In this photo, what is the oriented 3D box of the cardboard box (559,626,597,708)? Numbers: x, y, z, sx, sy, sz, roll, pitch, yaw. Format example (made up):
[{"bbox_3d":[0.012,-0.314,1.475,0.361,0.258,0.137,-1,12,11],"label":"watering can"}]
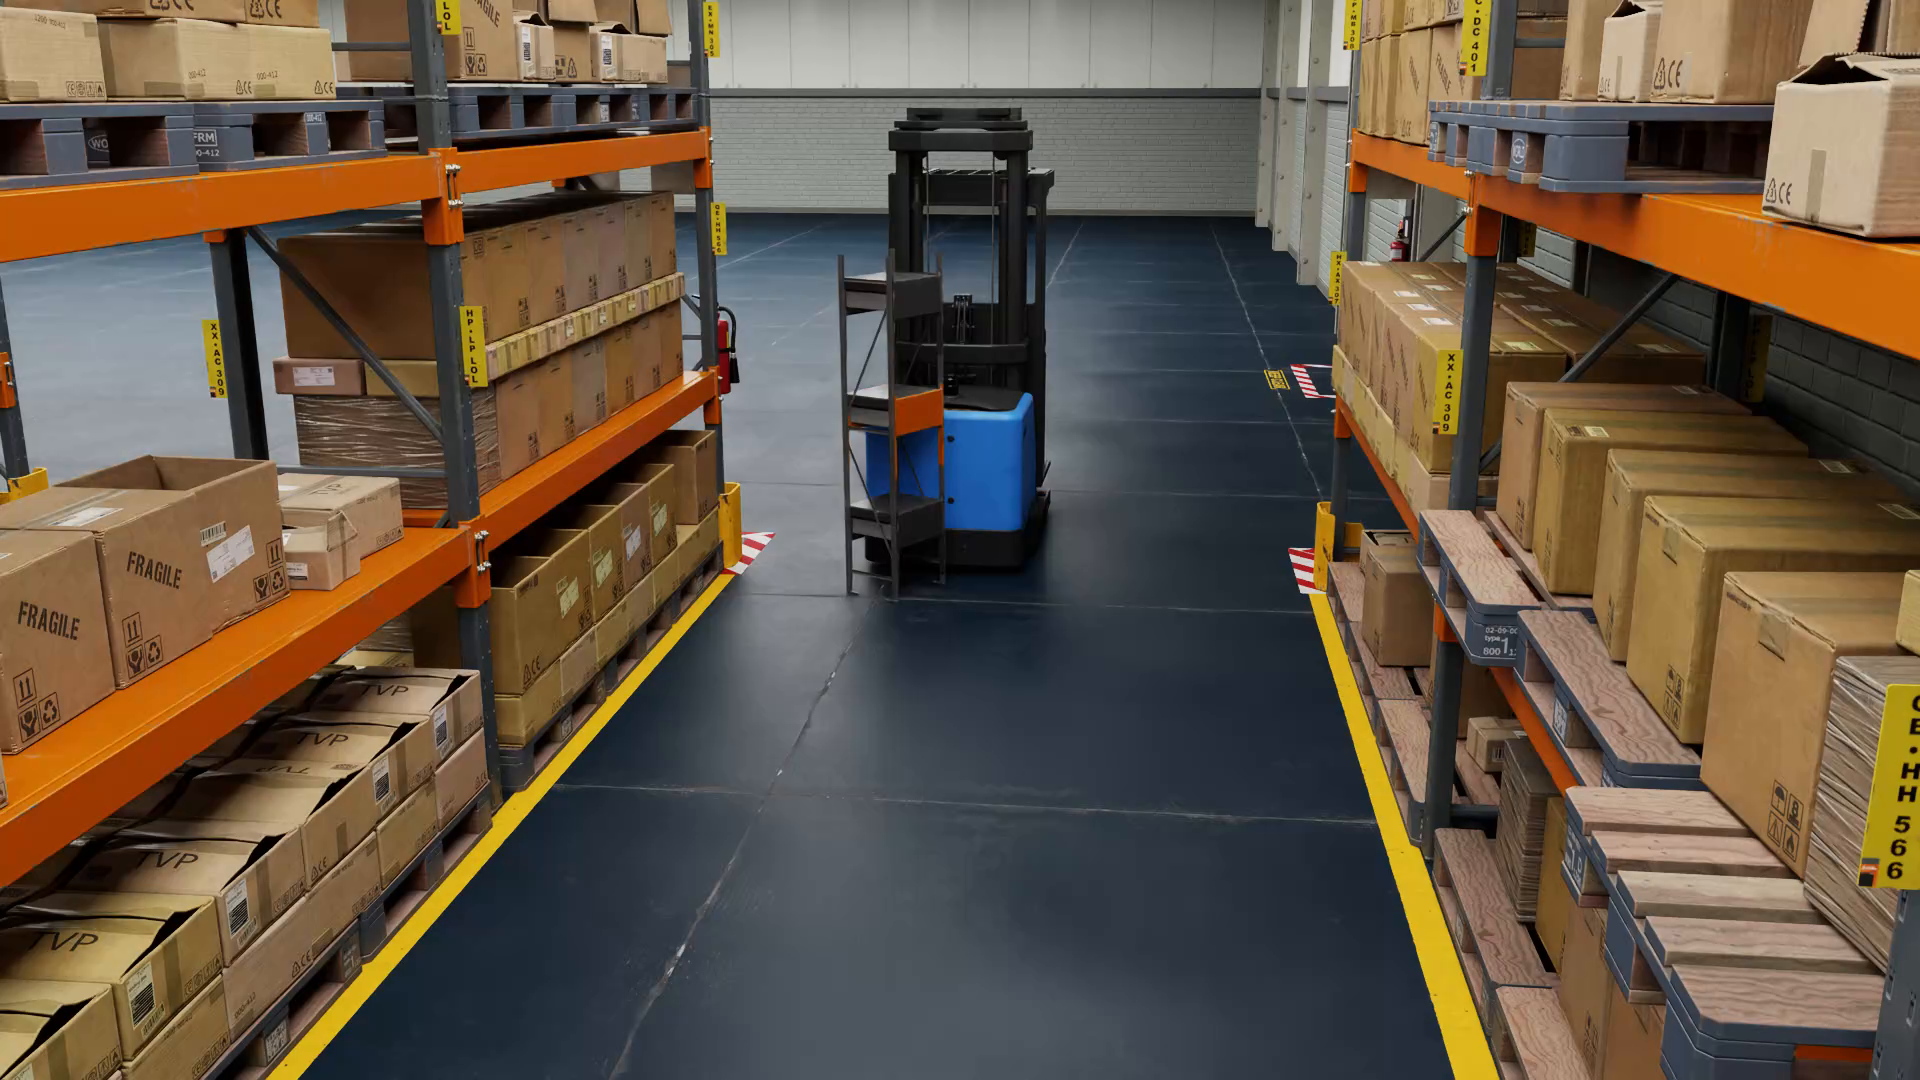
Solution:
[{"bbox_3d":[-2.103,0.606,8.137,0.500,0.250,0.500,2,15,6],"label":"cardboard box"}]

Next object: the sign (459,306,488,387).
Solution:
[{"bbox_3d":[-1.978,-0.785,6.752,0.100,0.325,0.005,2,15,6],"label":"sign"}]

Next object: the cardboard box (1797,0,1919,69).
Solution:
[{"bbox_3d":[2.191,-0.936,3.395,0.797,0.503,0.637,4,16,14],"label":"cardboard box"}]

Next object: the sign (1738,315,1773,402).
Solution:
[{"bbox_3d":[2.956,-0.676,6.198,0.100,0.325,0.005,2,15,6],"label":"sign"}]

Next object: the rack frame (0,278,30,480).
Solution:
[{"bbox_3d":[-6.988,-1.462,11.322,1.000,3.000,0.127,2,15,6],"label":"rack frame"}]

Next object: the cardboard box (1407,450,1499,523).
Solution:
[{"bbox_3d":[2.157,-0.202,6.910,0.500,0.250,0.500,2,15,6],"label":"cardboard box"}]

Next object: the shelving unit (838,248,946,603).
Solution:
[{"bbox_3d":[-0.409,-0.708,10.248,0.431,2.100,0.503,10,18,35],"label":"shelving unit"}]

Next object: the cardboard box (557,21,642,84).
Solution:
[{"bbox_3d":[-1.997,-2.540,8.659,0.500,0.311,0.500,4,16,13],"label":"cardboard box"}]

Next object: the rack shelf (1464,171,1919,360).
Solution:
[{"bbox_3d":[2.179,-0.715,4.190,1.077,0.370,4.000,2,15,6],"label":"rack shelf"}]

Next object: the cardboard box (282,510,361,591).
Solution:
[{"bbox_3d":[-2.435,0.021,6.096,0.396,0.266,0.258,1,15,5],"label":"cardboard box"}]

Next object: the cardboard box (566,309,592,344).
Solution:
[{"bbox_3d":[-2.124,-1.105,8.567,0.380,0.149,0.250,2,15,6],"label":"cardboard box"}]

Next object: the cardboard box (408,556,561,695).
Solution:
[{"bbox_3d":[-2.155,0.374,7.559,0.500,0.500,0.500,2,15,6],"label":"cardboard box"}]

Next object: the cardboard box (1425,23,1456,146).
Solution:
[{"bbox_3d":[2.286,-1.908,6.994,0.500,0.500,0.500,0,15,2],"label":"cardboard box"}]

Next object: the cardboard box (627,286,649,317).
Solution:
[{"bbox_3d":[-2.008,-1.372,9.556,0.380,0.149,0.250,2,15,7],"label":"cardboard box"}]

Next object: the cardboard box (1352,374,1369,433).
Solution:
[{"bbox_3d":[2.377,-0.723,8.839,0.500,0.250,0.500,1,15,5],"label":"cardboard box"}]

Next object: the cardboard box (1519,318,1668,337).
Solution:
[{"bbox_3d":[2.727,-0.682,7.249,0.500,0.500,0.500,2,15,6],"label":"cardboard box"}]

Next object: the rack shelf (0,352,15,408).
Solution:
[{"bbox_3d":[-7.214,-0.596,9.498,1.077,0.370,4.000,2,15,6],"label":"rack shelf"}]

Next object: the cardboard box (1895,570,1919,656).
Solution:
[{"bbox_3d":[1.984,0.157,3.059,0.380,0.149,0.250,-1,15,-3],"label":"cardboard box"}]

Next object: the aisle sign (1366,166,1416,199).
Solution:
[{"bbox_3d":[2.566,-2.453,10.005,0.394,0.787,0.004,2,15,6],"label":"aisle sign"}]

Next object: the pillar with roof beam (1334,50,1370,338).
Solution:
[{"bbox_3d":[0.713,-7.098,20.673,9.100,9.000,0.400,2,15,6],"label":"pillar with roof beam"}]

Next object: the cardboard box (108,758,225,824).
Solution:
[{"bbox_3d":[-2.931,0.940,5.828,0.500,0.311,0.500,1,15,4],"label":"cardboard box"}]

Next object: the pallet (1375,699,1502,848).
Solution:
[{"bbox_3d":[2.445,1.038,7.418,1.003,0.211,1.213,2,15,6],"label":"pallet"}]

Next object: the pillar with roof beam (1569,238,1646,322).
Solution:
[{"bbox_3d":[-0.641,-3.986,9.163,9.100,9.000,0.400,2,15,6],"label":"pillar with roof beam"}]

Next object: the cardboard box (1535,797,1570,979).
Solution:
[{"bbox_3d":[2.329,1.189,5.466,0.700,0.500,0.500,1,15,5],"label":"cardboard box"}]

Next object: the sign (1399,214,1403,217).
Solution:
[{"bbox_3d":[4.786,-3.572,18.040,0.001,0.109,0.331,2,15,6],"label":"sign"}]

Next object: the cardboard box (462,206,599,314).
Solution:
[{"bbox_3d":[-2.304,-1.458,8.630,0.700,0.500,0.500,2,15,6],"label":"cardboard box"}]

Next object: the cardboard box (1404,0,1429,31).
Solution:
[{"bbox_3d":[2.291,-2.537,7.407,0.500,0.500,0.500,1,15,4],"label":"cardboard box"}]

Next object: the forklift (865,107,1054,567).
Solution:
[{"bbox_3d":[0.084,-1.578,11.883,1.130,2.935,3.031,2,15,7],"label":"forklift"}]

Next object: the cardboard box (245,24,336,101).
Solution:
[{"bbox_3d":[-2.597,-1.696,5.925,0.500,0.250,0.500,3,15,12],"label":"cardboard box"}]

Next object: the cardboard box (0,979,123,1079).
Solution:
[{"bbox_3d":[-2.568,1.350,4.311,0.500,0.311,0.500,1,15,5],"label":"cardboard box"}]

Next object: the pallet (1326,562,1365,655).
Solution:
[{"bbox_3d":[2.720,0.405,9.759,1.003,0.211,1.213,2,15,6],"label":"pallet"}]

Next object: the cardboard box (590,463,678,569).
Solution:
[{"bbox_3d":[-1.930,-0.145,9.477,0.500,0.500,0.500,2,15,6],"label":"cardboard box"}]

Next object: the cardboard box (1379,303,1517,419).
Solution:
[{"bbox_3d":[2.269,-0.824,7.774,0.500,0.500,0.500,1,15,5],"label":"cardboard box"}]

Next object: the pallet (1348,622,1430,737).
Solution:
[{"bbox_3d":[2.580,0.721,8.592,1.003,0.211,1.213,2,15,6],"label":"pallet"}]

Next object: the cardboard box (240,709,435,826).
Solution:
[{"bbox_3d":[-2.331,0.825,6.254,0.500,0.311,0.500,2,15,8],"label":"cardboard box"}]

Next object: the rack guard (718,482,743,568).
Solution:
[{"bbox_3d":[-2.064,-0.115,11.128,1.175,0.500,0.348,2,15,6],"label":"rack guard"}]

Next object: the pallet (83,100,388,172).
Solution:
[{"bbox_3d":[-2.605,-1.404,5.728,0.805,0.209,1.217,1,15,4],"label":"pallet"}]

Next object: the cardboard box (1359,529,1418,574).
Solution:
[{"bbox_3d":[2.688,0.092,9.883,0.500,0.311,0.500,0,15,0],"label":"cardboard box"}]

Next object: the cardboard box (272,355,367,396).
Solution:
[{"bbox_3d":[-2.700,-0.716,7.129,0.380,0.149,0.250,2,15,6],"label":"cardboard box"}]

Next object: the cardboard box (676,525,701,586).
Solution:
[{"bbox_3d":[-1.878,0.087,10.055,0.500,0.250,0.500,2,15,6],"label":"cardboard box"}]

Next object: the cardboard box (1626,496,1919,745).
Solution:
[{"bbox_3d":[2.115,0.198,4.148,0.700,0.500,0.500,2,15,6],"label":"cardboard box"}]

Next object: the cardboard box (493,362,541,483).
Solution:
[{"bbox_3d":[-2.421,-0.578,7.862,0.700,0.500,0.500,2,15,6],"label":"cardboard box"}]

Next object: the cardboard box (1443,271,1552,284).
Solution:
[{"bbox_3d":[2.947,-1.211,9.205,0.500,0.500,0.500,2,15,7],"label":"cardboard box"}]

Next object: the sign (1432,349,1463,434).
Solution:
[{"bbox_3d":[1.864,-0.565,6.345,0.100,0.325,0.005,2,15,6],"label":"sign"}]

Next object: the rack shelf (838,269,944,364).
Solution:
[{"bbox_3d":[-0.414,-1.371,10.071,0.431,0.518,0.480,10,18,35],"label":"rack shelf"}]

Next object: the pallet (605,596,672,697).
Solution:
[{"bbox_3d":[-2.252,0.546,9.238,1.003,0.211,1.213,2,15,6],"label":"pallet"}]

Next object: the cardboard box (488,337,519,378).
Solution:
[{"bbox_3d":[-2.240,-0.835,7.570,0.380,0.149,0.250,1,15,5],"label":"cardboard box"}]

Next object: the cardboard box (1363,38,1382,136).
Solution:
[{"bbox_3d":[2.474,-2.458,9.031,0.500,0.500,0.500,3,15,10],"label":"cardboard box"}]

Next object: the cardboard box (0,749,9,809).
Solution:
[{"bbox_3d":[-2.676,0.577,3.954,0.500,0.311,0.500,2,15,6],"label":"cardboard box"}]

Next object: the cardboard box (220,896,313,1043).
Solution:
[{"bbox_3d":[-2.452,1.359,5.353,0.500,0.250,0.500,2,15,7],"label":"cardboard box"}]

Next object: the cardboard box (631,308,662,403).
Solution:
[{"bbox_3d":[-2.187,-1.106,9.815,0.700,0.500,0.500,2,15,8],"label":"cardboard box"}]

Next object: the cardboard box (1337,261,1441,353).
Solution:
[{"bbox_3d":[2.503,-1.354,9.737,0.500,0.500,0.500,2,15,6],"label":"cardboard box"}]

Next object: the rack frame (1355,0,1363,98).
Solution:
[{"bbox_3d":[2.856,-4.066,9.460,1.000,3.000,0.127,2,15,6],"label":"rack frame"}]
